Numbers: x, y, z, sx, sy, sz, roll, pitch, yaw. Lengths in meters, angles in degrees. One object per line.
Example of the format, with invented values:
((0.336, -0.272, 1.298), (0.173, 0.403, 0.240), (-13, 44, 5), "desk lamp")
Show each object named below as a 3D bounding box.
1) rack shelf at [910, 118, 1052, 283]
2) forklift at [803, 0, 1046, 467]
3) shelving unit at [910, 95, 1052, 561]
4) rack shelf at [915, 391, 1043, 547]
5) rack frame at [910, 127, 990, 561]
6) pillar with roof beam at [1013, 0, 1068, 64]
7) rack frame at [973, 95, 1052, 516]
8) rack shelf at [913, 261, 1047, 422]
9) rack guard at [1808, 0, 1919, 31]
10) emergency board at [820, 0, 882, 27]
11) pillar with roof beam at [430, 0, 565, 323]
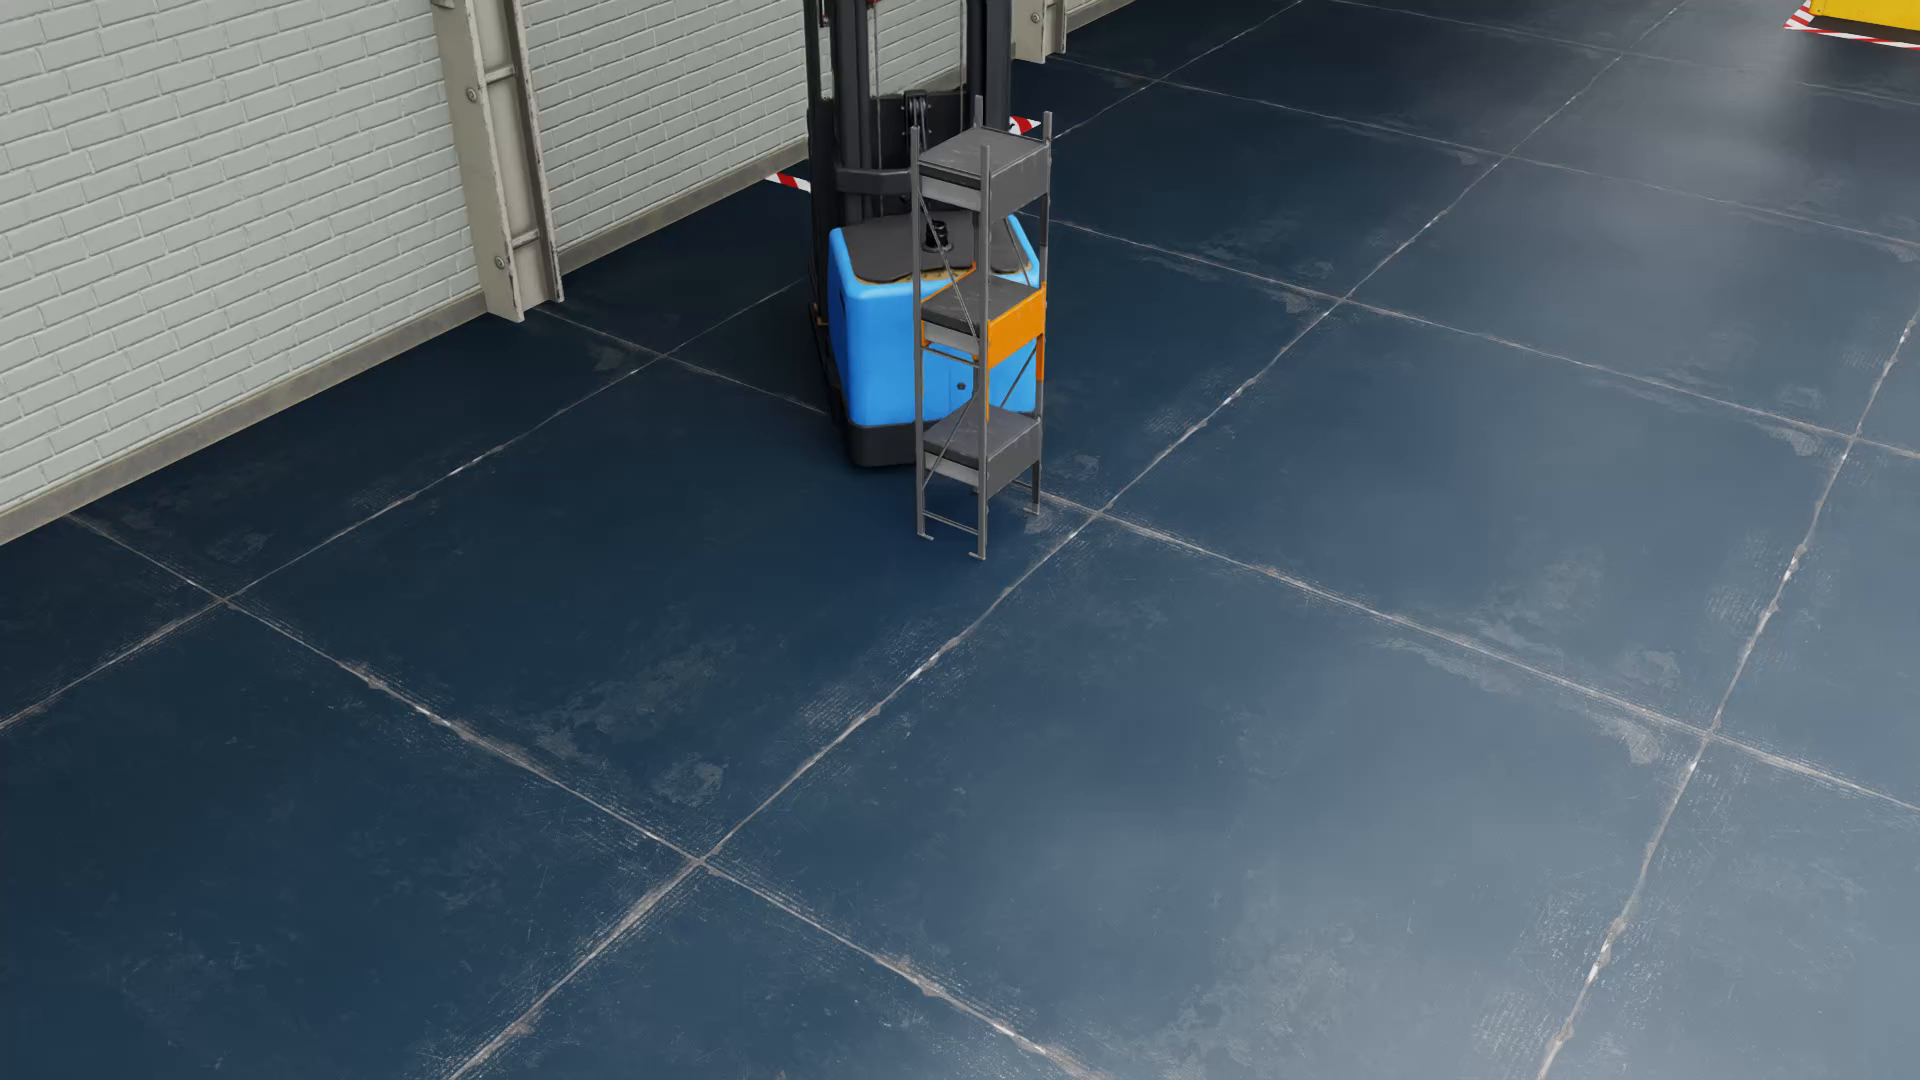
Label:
((0.094, -1.515, 7.390), (0.431, 0.518, 0.480), (21, 39, 28), "rack shelf")
((-0.315, -2.414, 9.203), (1.130, 2.935, 3.031), (-6, 34, -8), "forklift")
((0.094, -0.946, 7.774), (0.431, 2.100, 0.503), (21, 39, 28), "shelving unit")
((0.094, -0.355, 8.174), (0.431, 0.518, 0.480), (21, 39, 28), "rack shelf")
((-0.045, -0.834, 7.608), (0.400, 2.100, 0.015), (21, 39, 28), "rack frame")
((4.228, -6.590, 9.961), (9.100, 9.000, 0.400), (21, 39, 28), "pillar with roof beam")
((0.234, -1.058, 7.940), (0.400, 2.100, 0.015), (21, 39, 28), "rack frame")
((0.094, -0.935, 7.782), (0.431, 0.518, 0.480), (21, 39, 28), "rack shelf")
((8.481, -5.015, 15.220), (1.175, 0.500, 0.348), (21, 39, 28), "rack guard")
((-0.750, -4.355, 12.012), (0.194, 1.169, 0.643), (21, 39, 28), "emergency board")
((0.806, -3.829, 5.878), (9.100, 9.000, 0.400), (21, 39, 28), "pillar with roof beam")
